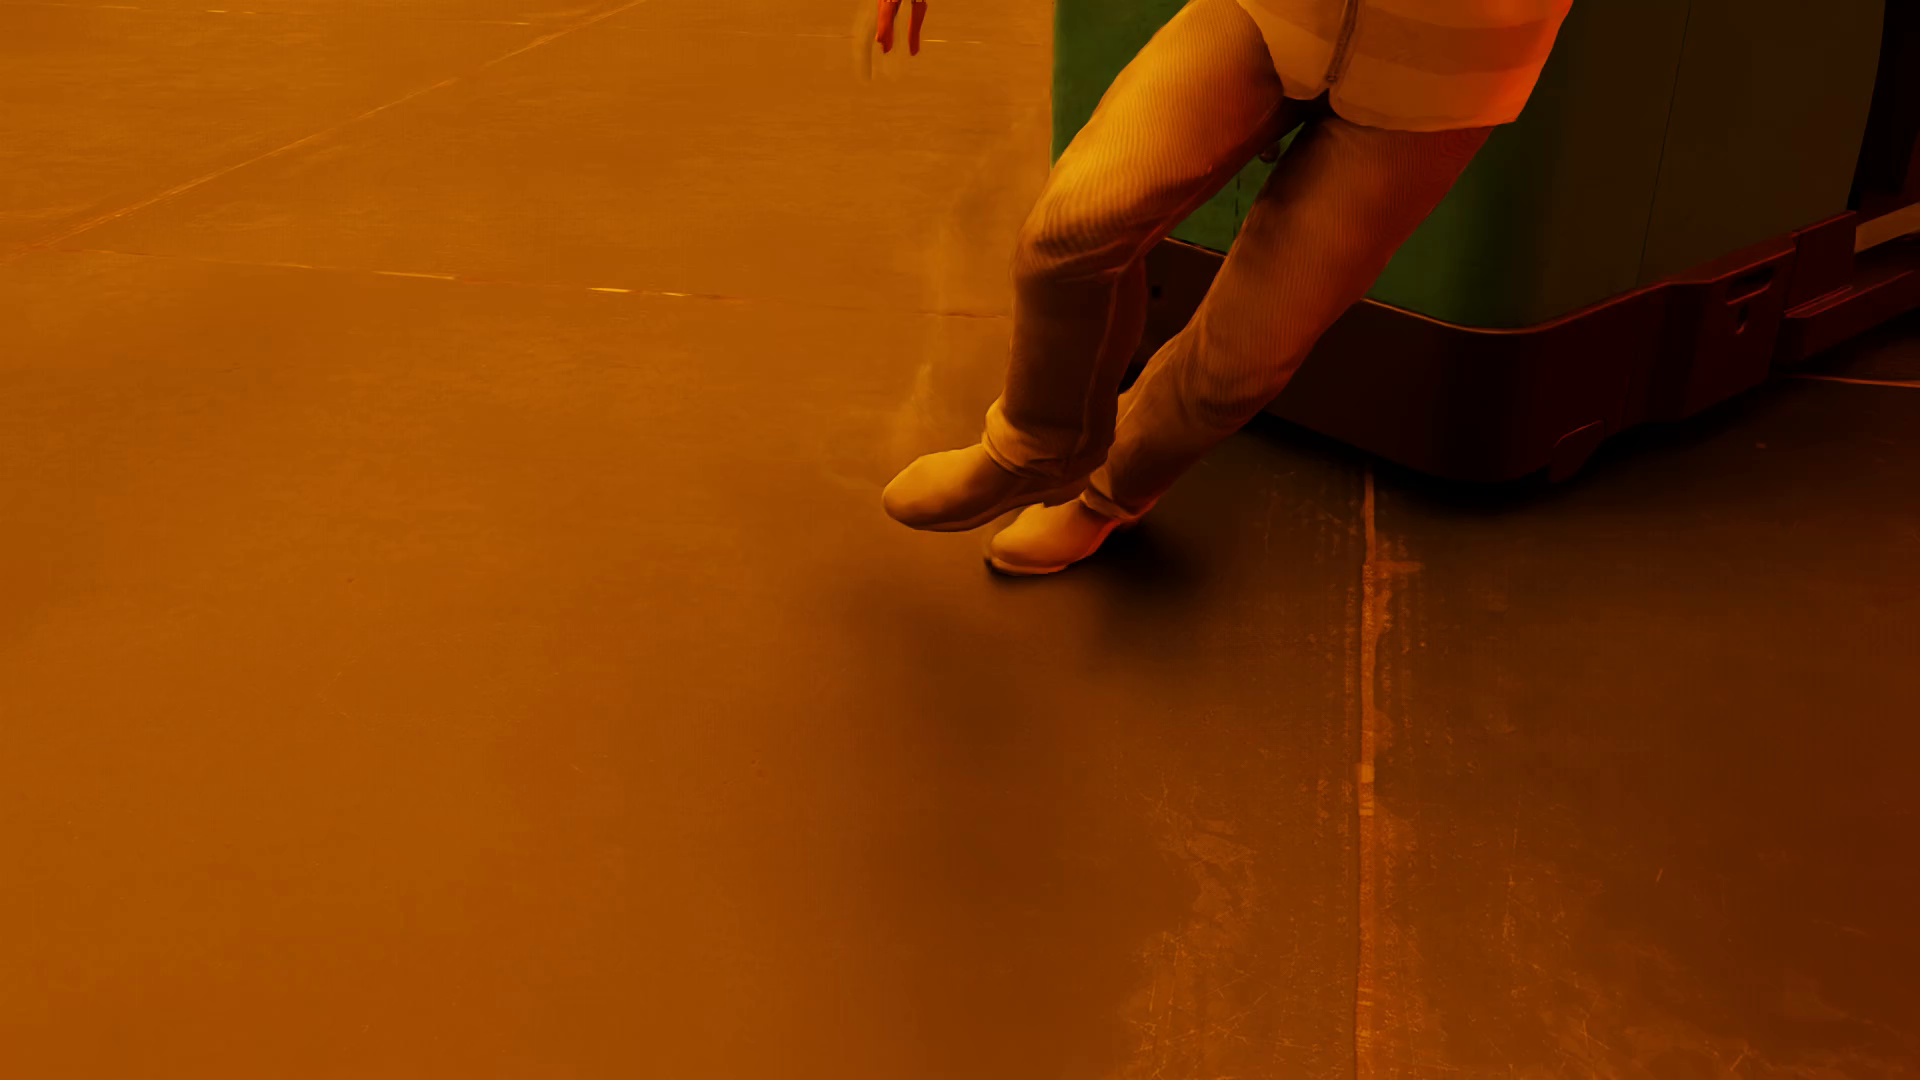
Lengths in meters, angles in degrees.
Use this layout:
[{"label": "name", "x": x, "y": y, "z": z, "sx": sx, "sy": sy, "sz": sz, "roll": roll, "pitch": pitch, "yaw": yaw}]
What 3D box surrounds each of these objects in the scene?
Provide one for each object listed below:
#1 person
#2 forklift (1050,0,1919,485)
[{"label": "person", "x": 0.328, "y": -0.541, "z": 1.896, "sx": 0.948, "sy": 1.543, "sz": 0.883, "roll": 11, "pitch": 29, "yaw": 21}, {"label": "forklift", "x": 1.609, "y": -1.926, "z": 3.063, "sx": 3.031, "sy": 2.935, "sz": 1.130, "roll": -20, "pitch": 33, "yaw": -35}]
